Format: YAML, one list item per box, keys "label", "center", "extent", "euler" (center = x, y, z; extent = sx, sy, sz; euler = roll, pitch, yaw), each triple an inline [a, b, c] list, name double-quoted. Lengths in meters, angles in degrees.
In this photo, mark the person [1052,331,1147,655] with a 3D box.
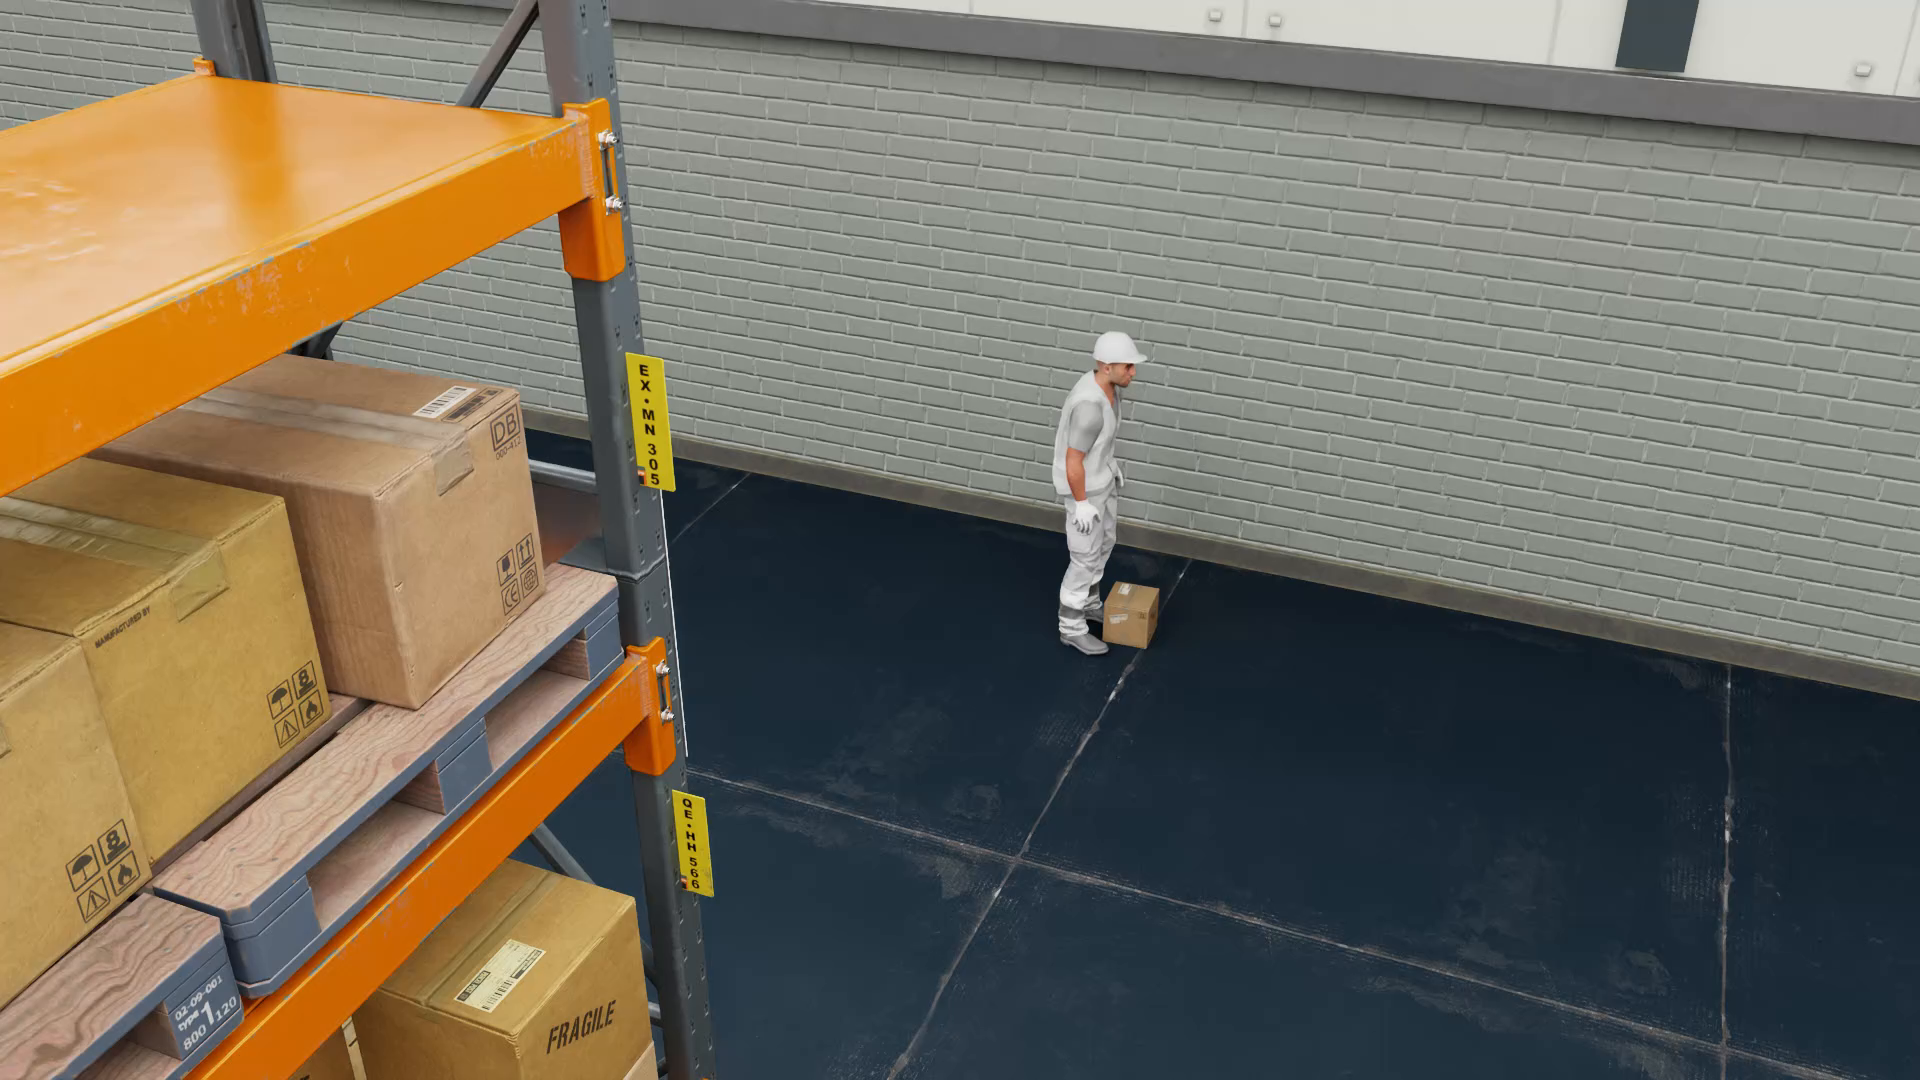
- label: "person"
  center: [0.730, -0.278, 8.880]
  extent: [0.456, 1.778, 0.615]
  euler: [11, 31, 19]
